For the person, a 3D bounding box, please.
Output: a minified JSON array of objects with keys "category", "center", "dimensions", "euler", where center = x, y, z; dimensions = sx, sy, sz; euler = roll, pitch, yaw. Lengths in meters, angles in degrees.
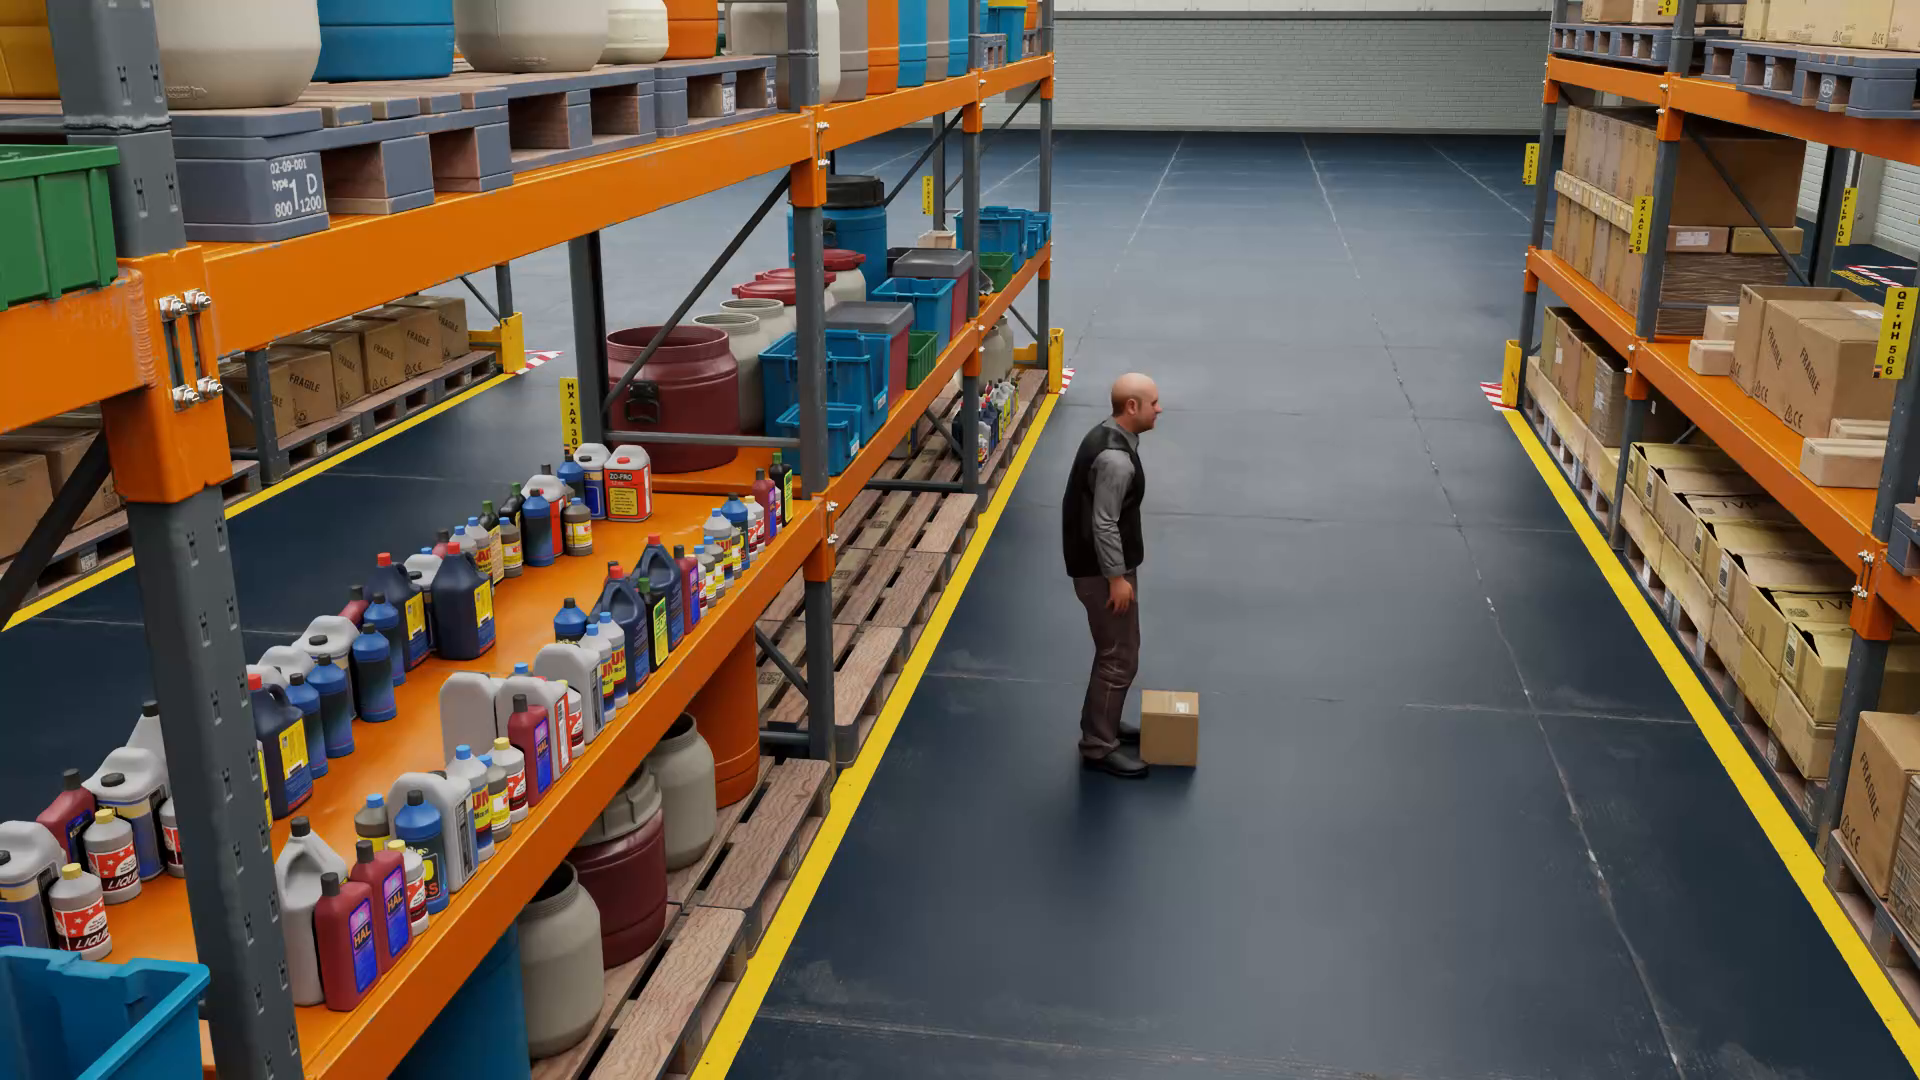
[{"category":"person","center":[0.646,0.125,7.204],"dimensions":[0.420,1.719,0.579],"euler":[2,18,6]}]
